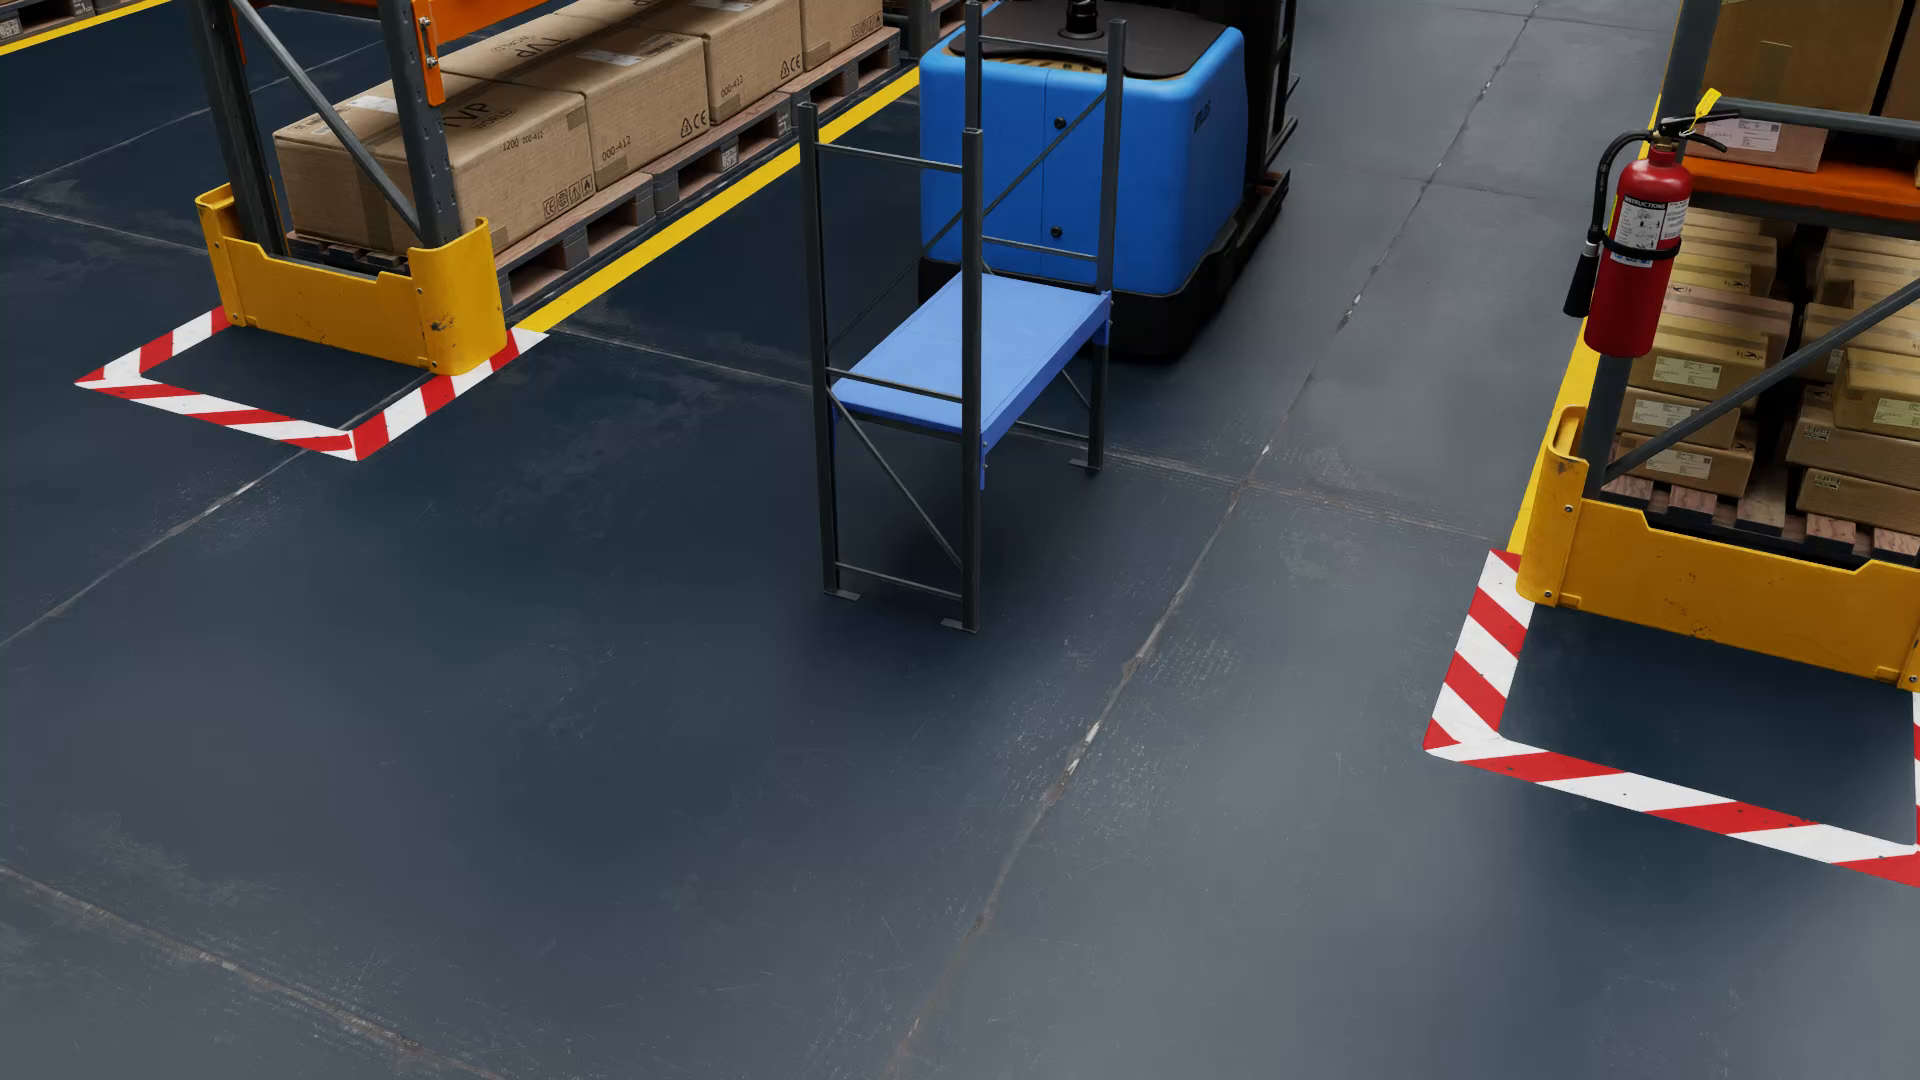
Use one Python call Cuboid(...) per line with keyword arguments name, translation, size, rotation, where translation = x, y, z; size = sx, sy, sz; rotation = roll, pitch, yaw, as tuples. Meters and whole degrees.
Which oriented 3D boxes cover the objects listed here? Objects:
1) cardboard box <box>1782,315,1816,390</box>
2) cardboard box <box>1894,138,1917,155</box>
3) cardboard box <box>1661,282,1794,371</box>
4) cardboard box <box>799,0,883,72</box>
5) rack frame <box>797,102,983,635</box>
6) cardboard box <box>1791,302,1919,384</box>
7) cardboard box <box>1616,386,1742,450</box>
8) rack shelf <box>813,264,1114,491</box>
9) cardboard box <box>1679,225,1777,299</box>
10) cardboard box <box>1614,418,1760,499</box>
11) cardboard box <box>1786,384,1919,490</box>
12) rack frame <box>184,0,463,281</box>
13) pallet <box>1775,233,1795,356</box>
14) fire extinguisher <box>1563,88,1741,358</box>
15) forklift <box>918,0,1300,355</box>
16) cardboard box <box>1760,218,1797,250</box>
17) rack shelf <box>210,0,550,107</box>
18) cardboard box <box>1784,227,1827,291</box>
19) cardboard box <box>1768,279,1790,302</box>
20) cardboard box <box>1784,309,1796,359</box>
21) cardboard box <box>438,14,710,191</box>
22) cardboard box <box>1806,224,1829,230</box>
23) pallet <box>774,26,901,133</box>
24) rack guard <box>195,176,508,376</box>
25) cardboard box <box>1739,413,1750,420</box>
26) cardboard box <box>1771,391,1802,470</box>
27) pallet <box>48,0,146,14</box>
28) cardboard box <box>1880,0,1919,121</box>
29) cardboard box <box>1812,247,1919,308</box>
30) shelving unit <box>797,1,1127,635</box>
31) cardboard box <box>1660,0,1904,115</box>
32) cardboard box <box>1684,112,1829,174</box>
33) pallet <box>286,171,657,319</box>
Cuboid(name="cardboard box", translation=(2.868, -0.572, 5.332), size=(0.380, 0.149, 0.250), rotation=(15, 36, 21))
Cuboid(name="cardboard box", translation=(2.730, -1.114, 4.442), size=(0.380, 0.149, 0.250), rotation=(15, 36, 22))
Cuboid(name="cardboard box", translation=(2.376, -0.662, 5.199), size=(0.380, 0.149, 0.250), rotation=(15, 36, 21))
Cuboid(name="cardboard box", translation=(-0.998, -2.890, 8.876), size=(0.875, 0.438, 0.875), rotation=(14, 36, 20))
Cuboid(name="rack frame", translation=(-0.177, -0.417, 4.517), size=(0.500, 1.500, 0.032), rotation=(14, 36, 20))
Cuboid(name="cardboard box", translation=(2.761, -0.577, 5.068), size=(0.380, 0.149, 0.250), rotation=(15, 36, 21))
Cuboid(name="cardboard box", translation=(2.189, -0.433, 5.120), size=(0.380, 0.149, 0.250), rotation=(13, 36, 19))
Cuboid(name="rack shelf", translation=(0.036, -0.519, 5.002), size=(0.538, 0.185, 1.000), rotation=(14, 36, 20))
Cuboid(name="cardboard box", translation=(2.535, -0.935, 5.615), size=(0.380, 0.149, 0.250), rotation=(13, 35, 19))
Cuboid(name="cardboard box", translation=(2.258, -0.290, 5.173), size=(0.380, 0.149, 0.250), rotation=(15, 36, 21))
Cuboid(name="cardboard box", translation=(2.680, -0.306, 4.927), size=(0.380, 0.149, 0.250), rotation=(16, 36, 22))
Cuboid(name="rack frame", translation=(-2.311, -2.082, 5.689), size=(1.000, 3.000, 0.127), rotation=(14, 36, 20))
Cuboid(name="pallet", translation=(3.143, -0.870, 6.384), size=(1.003, 0.211, 1.213), rotation=(14, 36, 20))
Cuboid(name="fire extinguisher", translation=(1.703, -0.789, 4.128), size=(0.296, 0.674, 0.183), rotation=(14, 36, 20))
Cuboid(name="forklift", translation=(0.852, -2.709, 6.708), size=(1.130, 2.935, 3.031), rotation=(12, 35, 18))
Cuboid(name="cardboard box", translation=(2.808, -1.187, 6.000), size=(0.380, 0.149, 0.250), rotation=(13, 35, 19))
Cuboid(name="rack shelf", translation=(-1.474, -2.777, 7.406), size=(1.077, 0.370, 4.000), rotation=(14, 36, 20))
Cuboid(name="cardboard box", translation=(3.174, -0.973, 5.945), size=(0.380, 0.149, 0.250), rotation=(16, 37, 23))
Cuboid(name="cardboard box", translation=(2.611, -0.802, 5.683), size=(0.380, 0.149, 0.250), rotation=(14, 36, 20))
Cuboid(name="cardboard box", translation=(3.097, -0.693, 5.788), size=(0.380, 0.149, 0.250), rotation=(14, 36, 21))
Cuboid(name="cardboard box", translation=(-1.750, -1.995, 7.511), size=(0.875, 0.438, 0.875), rotation=(15, 36, 22))
Cuboid(name="cardboard box", translation=(3.306, -1.219, 6.048), size=(0.380, 0.149, 0.250), rotation=(14, 36, 21))
Cuboid(name="pallet", translation=(-1.027, -2.547, 8.942), size=(1.003, 0.211, 1.213), rotation=(14, 36, 20))
Cuboid(name="rack guard", translation=(-2.321, -1.024, 6.356), size=(1.175, 0.500, 0.348), rotation=(14, 36, 20))
Cuboid(name="cardboard box", translation=(2.463, -0.553, 5.575), size=(0.380, 0.149, 0.250), rotation=(14, 36, 20))
Cuboid(name="cardboard box", translation=(2.772, -0.317, 5.214), size=(0.380, 0.149, 0.250), rotation=(14, 36, 20))
Cuboid(name="pallet", translation=(-5.436, -3.703, 10.705), size=(1.003, 0.211, 1.213), rotation=(14, 36, 20))
Cuboid(name="cardboard box", translation=(2.666, -1.323, 4.169), size=(0.500, 0.500, 0.500), rotation=(16, 36, 23))
Cuboid(name="cardboard box", translation=(3.012, -0.815, 5.432), size=(0.380, 0.149, 0.250), rotation=(12, 35, 18))
Cuboid(name="shelving unit", translation=(0.036, -0.670, 4.904), size=(0.538, 1.500, 1.048), rotation=(14, 36, 20))
Cuboid(name="cardboard box", translation=(2.182, -1.446, 4.357), size=(0.500, 0.500, 0.500), rotation=(15, 36, 21))
Cuboid(name="cardboard box", translation=(2.107, -1.119, 4.450), size=(0.380, 0.149, 0.250), rotation=(14, 36, 21))
Cuboid(name="pallet", translation=(-2.047, -1.332, 7.089), size=(1.003, 0.211, 1.213), rotation=(14, 36, 20))
